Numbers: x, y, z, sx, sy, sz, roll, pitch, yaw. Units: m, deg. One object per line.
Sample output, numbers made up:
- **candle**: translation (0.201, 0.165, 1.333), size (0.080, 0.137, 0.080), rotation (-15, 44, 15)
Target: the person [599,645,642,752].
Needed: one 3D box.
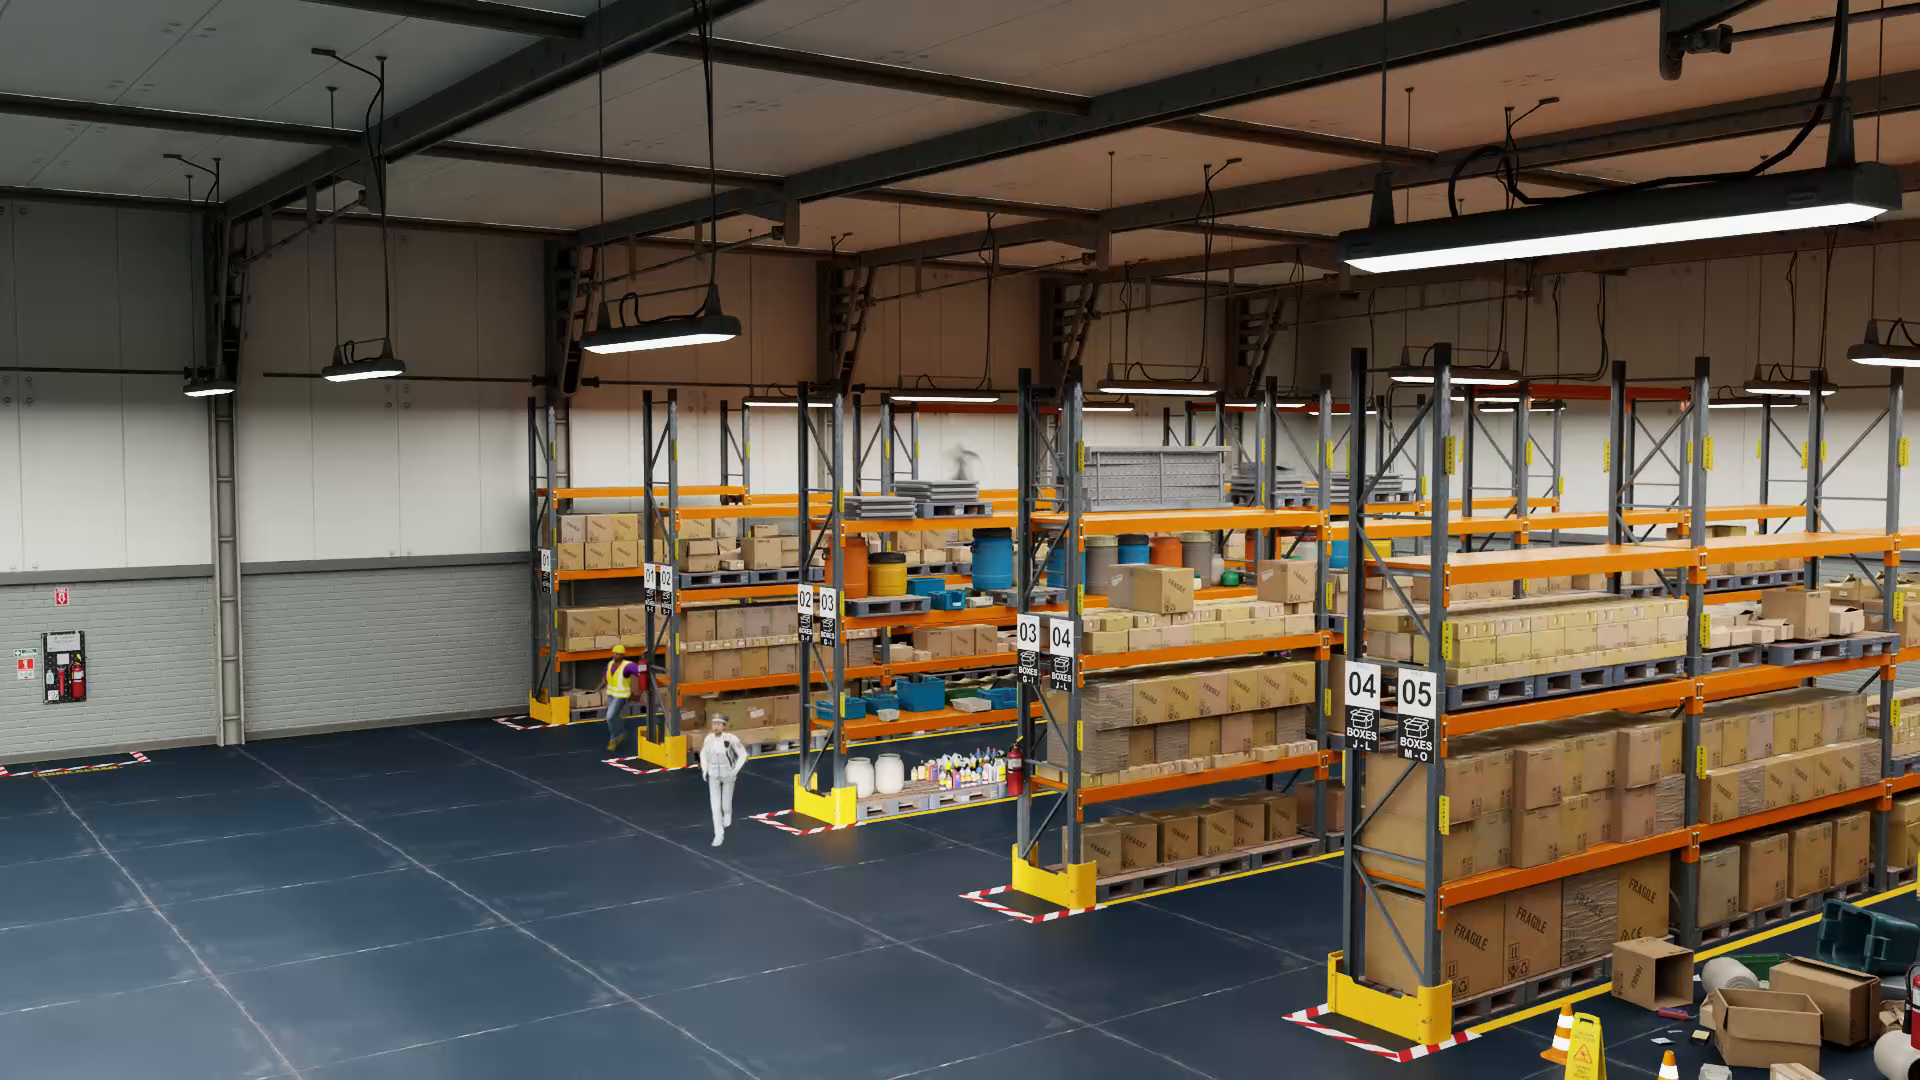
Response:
- **person**: translation (-5.704, 2.655, 27.937), size (0.754, 1.819, 0.712), rotation (2, 4, 34)

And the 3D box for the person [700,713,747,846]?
- **person**: translation (-3.062, 3.062, 21.551), size (0.631, 1.698, 0.678), rotation (0, 3, 5)
